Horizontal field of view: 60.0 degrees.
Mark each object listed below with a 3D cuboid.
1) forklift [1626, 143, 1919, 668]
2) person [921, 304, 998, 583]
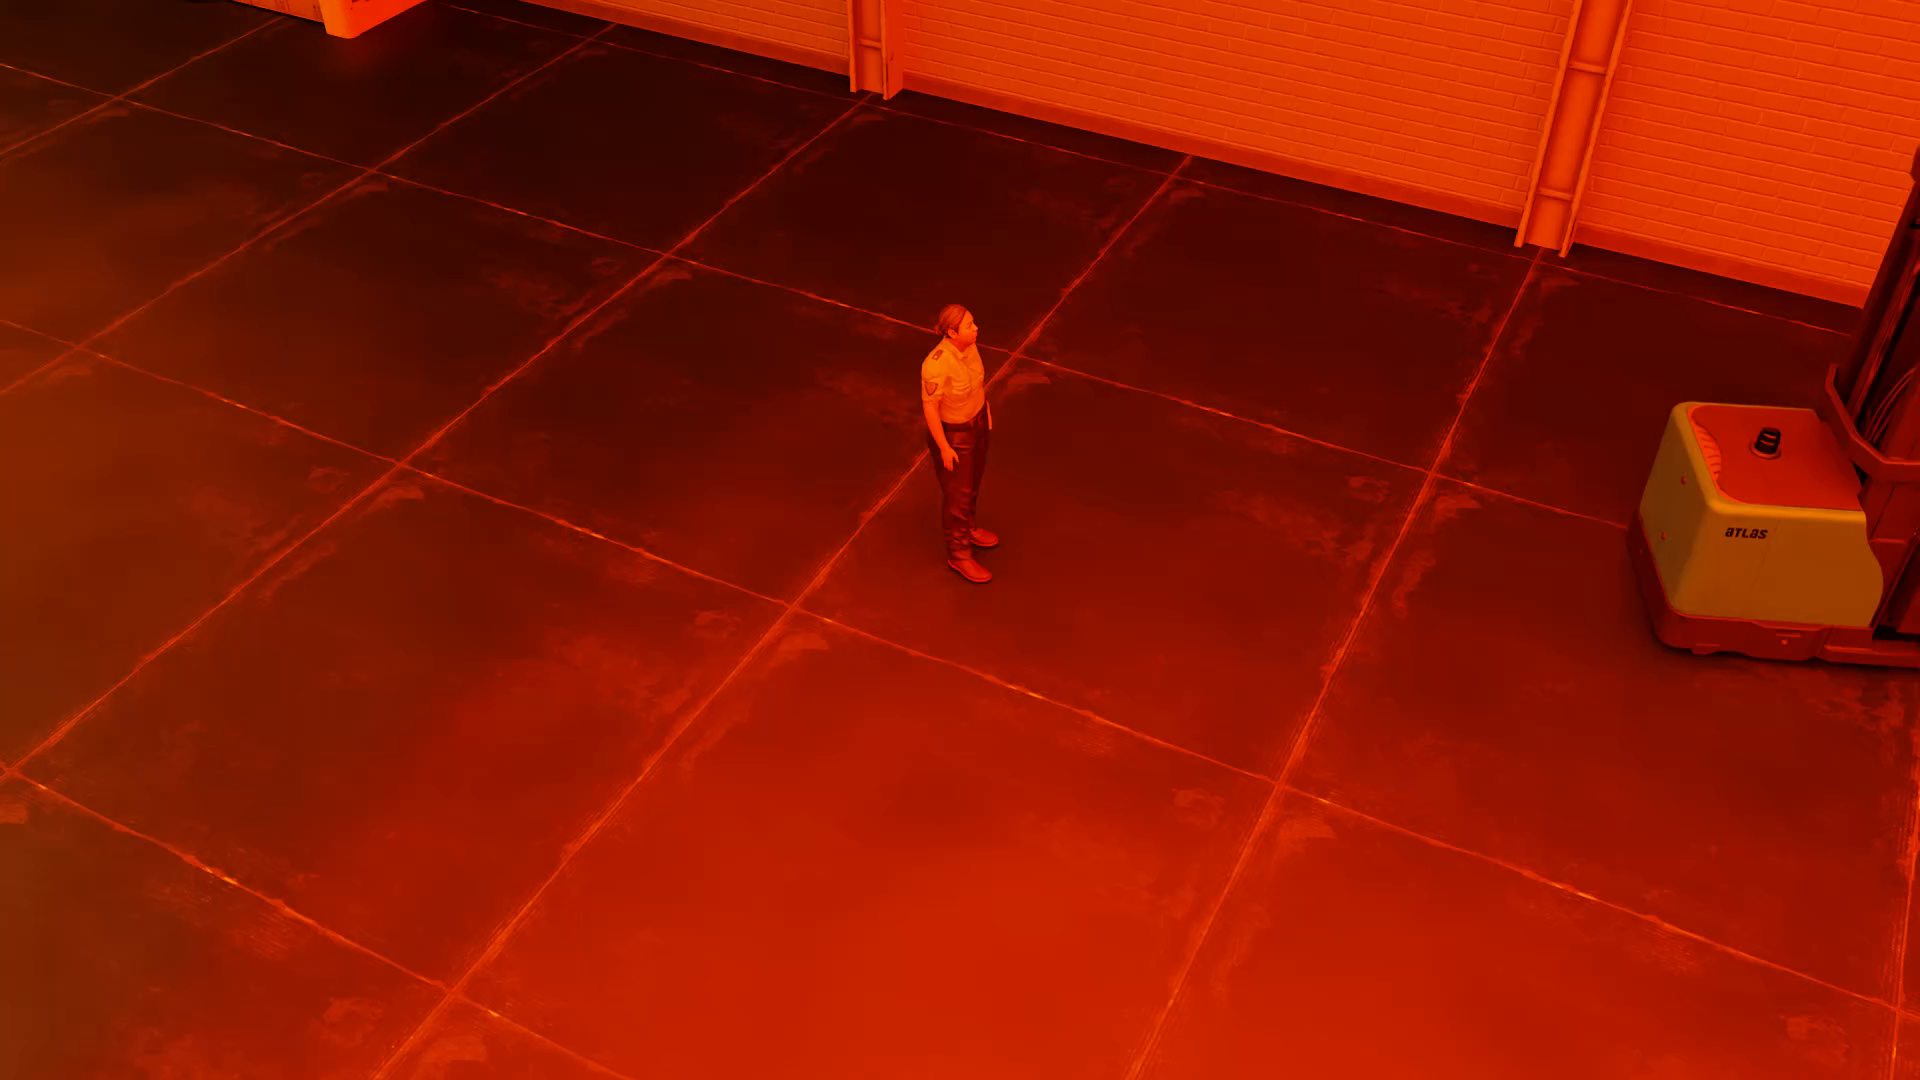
[{"bbox_3d":[5.530,-0.696,8.812,3.031,2.935,1.130,4,40,5],"label":"forklift"},{"bbox_3d":[0.069,-0.595,9.679,0.502,1.651,0.598,18,43,21],"label":"person"}]
